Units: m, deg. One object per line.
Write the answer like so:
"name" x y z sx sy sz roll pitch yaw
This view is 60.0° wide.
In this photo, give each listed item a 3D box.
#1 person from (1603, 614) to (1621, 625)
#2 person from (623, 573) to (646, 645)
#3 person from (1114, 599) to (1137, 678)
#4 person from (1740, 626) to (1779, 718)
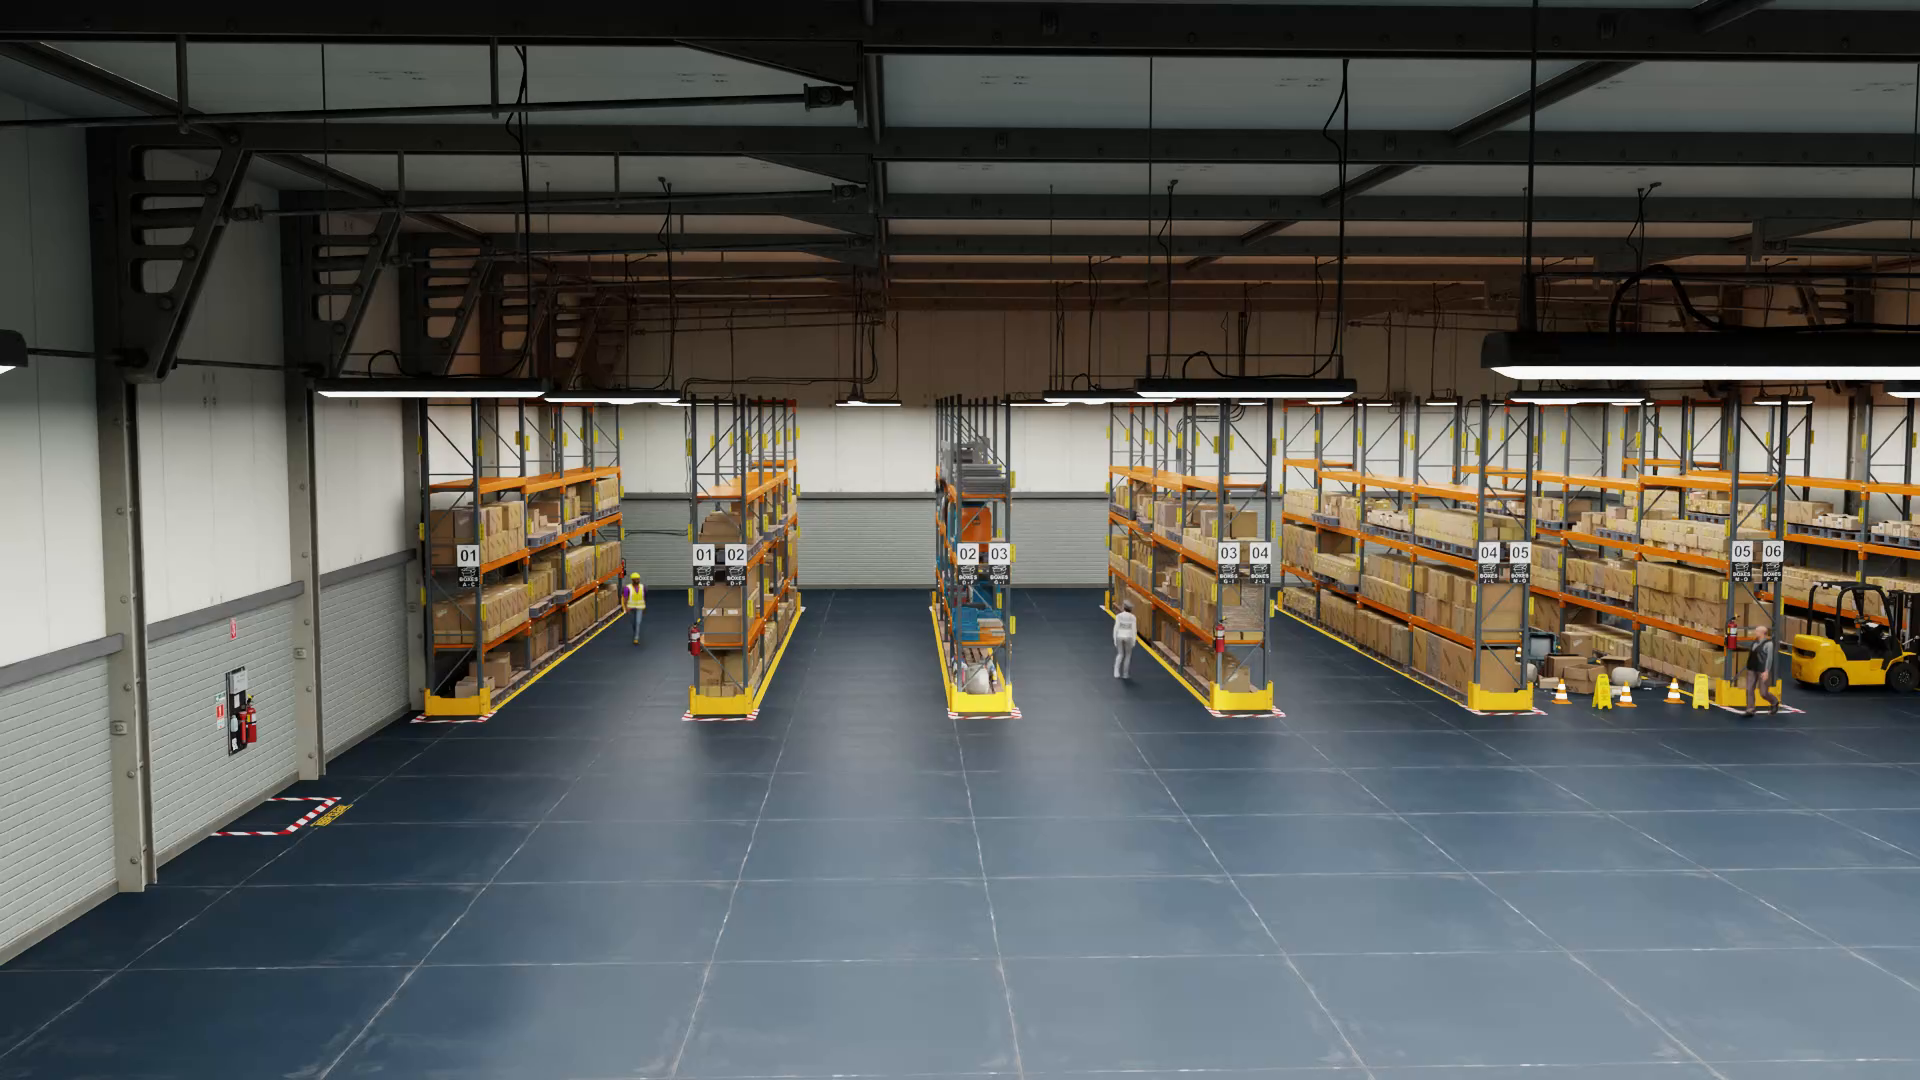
"person" 17.386 1.384 44.252 0.442 1.743 0.619 3 5 34
"person" -7.942 1.670 40.574 0.508 1.730 1.013 0 5 4
"person" 3.496 2.099 35.188 0.462 1.685 0.481 3 5 31
"person" 14.820 2.438 30.759 0.747 1.709 0.502 -3 5 -32
